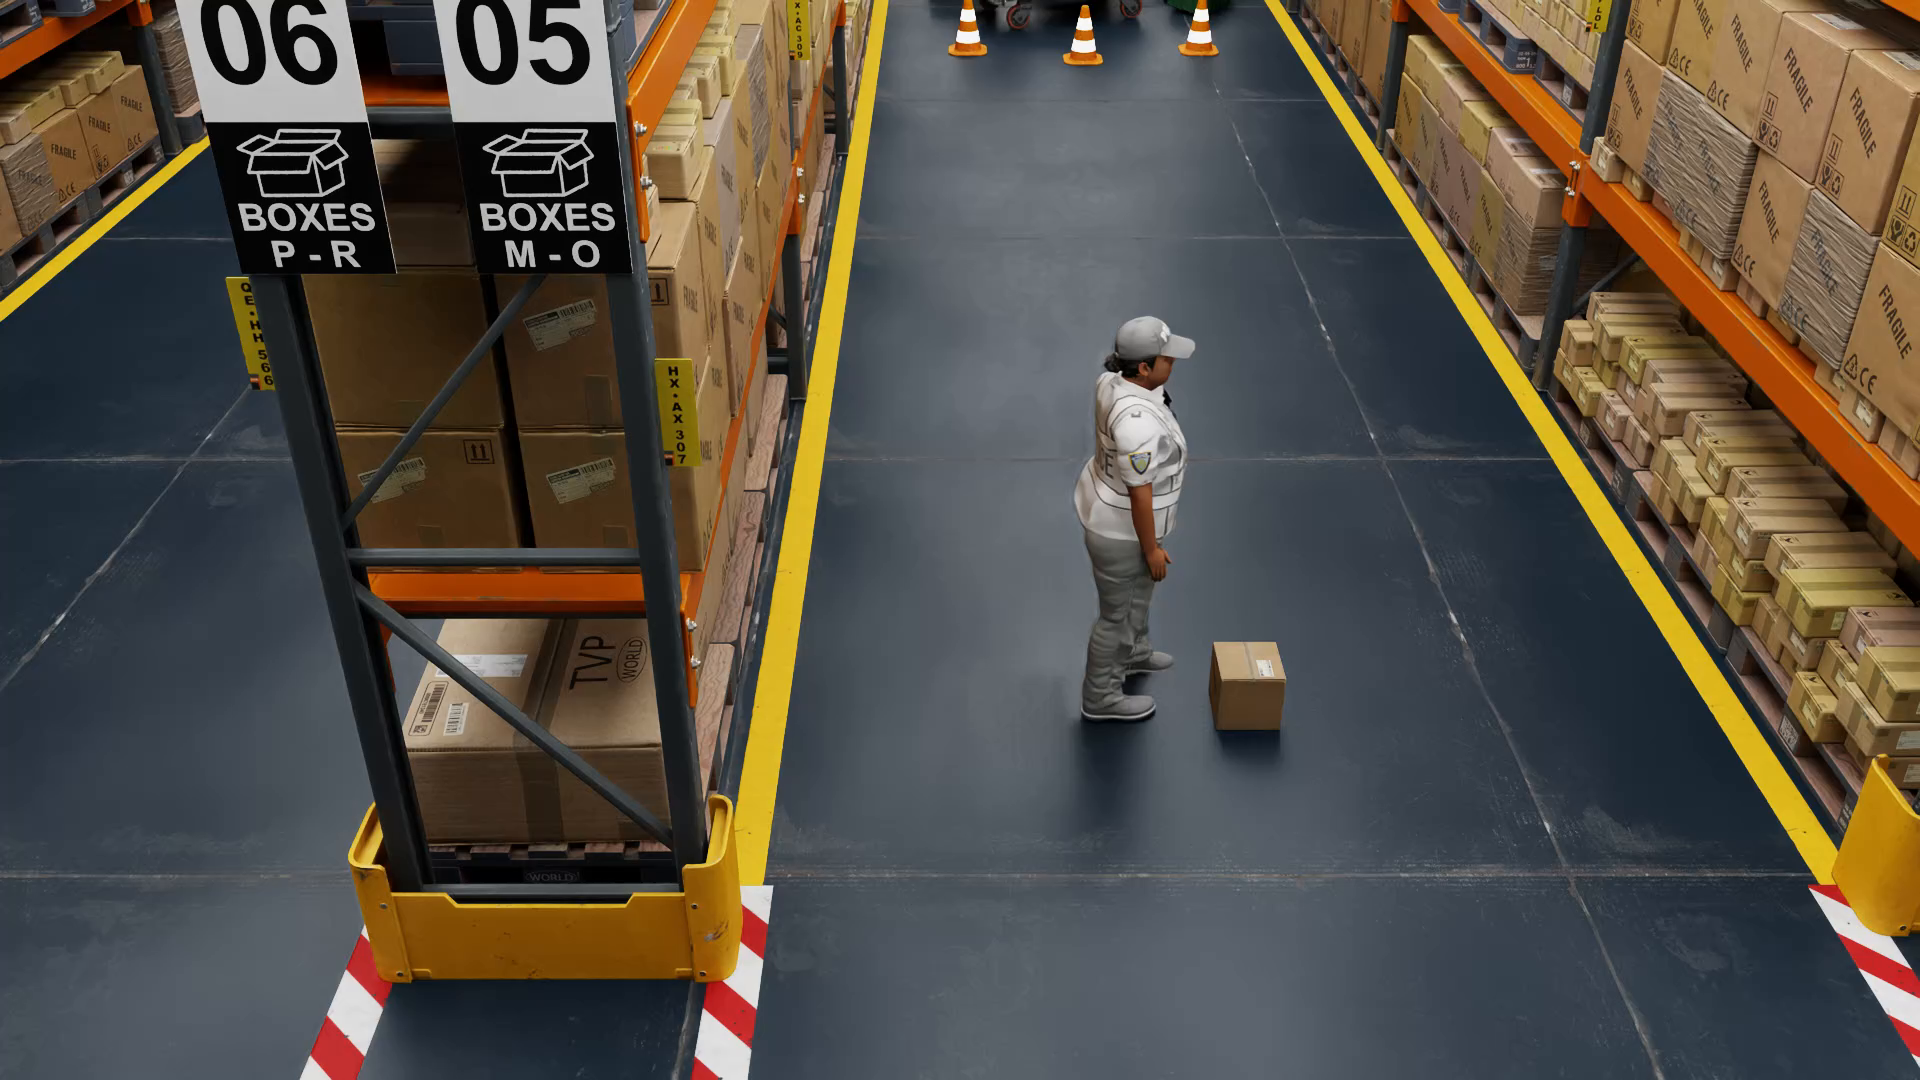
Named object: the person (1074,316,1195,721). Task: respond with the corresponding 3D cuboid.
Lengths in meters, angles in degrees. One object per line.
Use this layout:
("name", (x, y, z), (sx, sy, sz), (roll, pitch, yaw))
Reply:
("person", (0.671, -0.071, 6.256), (0.482, 1.692, 0.542), (-3, 32, -5))
